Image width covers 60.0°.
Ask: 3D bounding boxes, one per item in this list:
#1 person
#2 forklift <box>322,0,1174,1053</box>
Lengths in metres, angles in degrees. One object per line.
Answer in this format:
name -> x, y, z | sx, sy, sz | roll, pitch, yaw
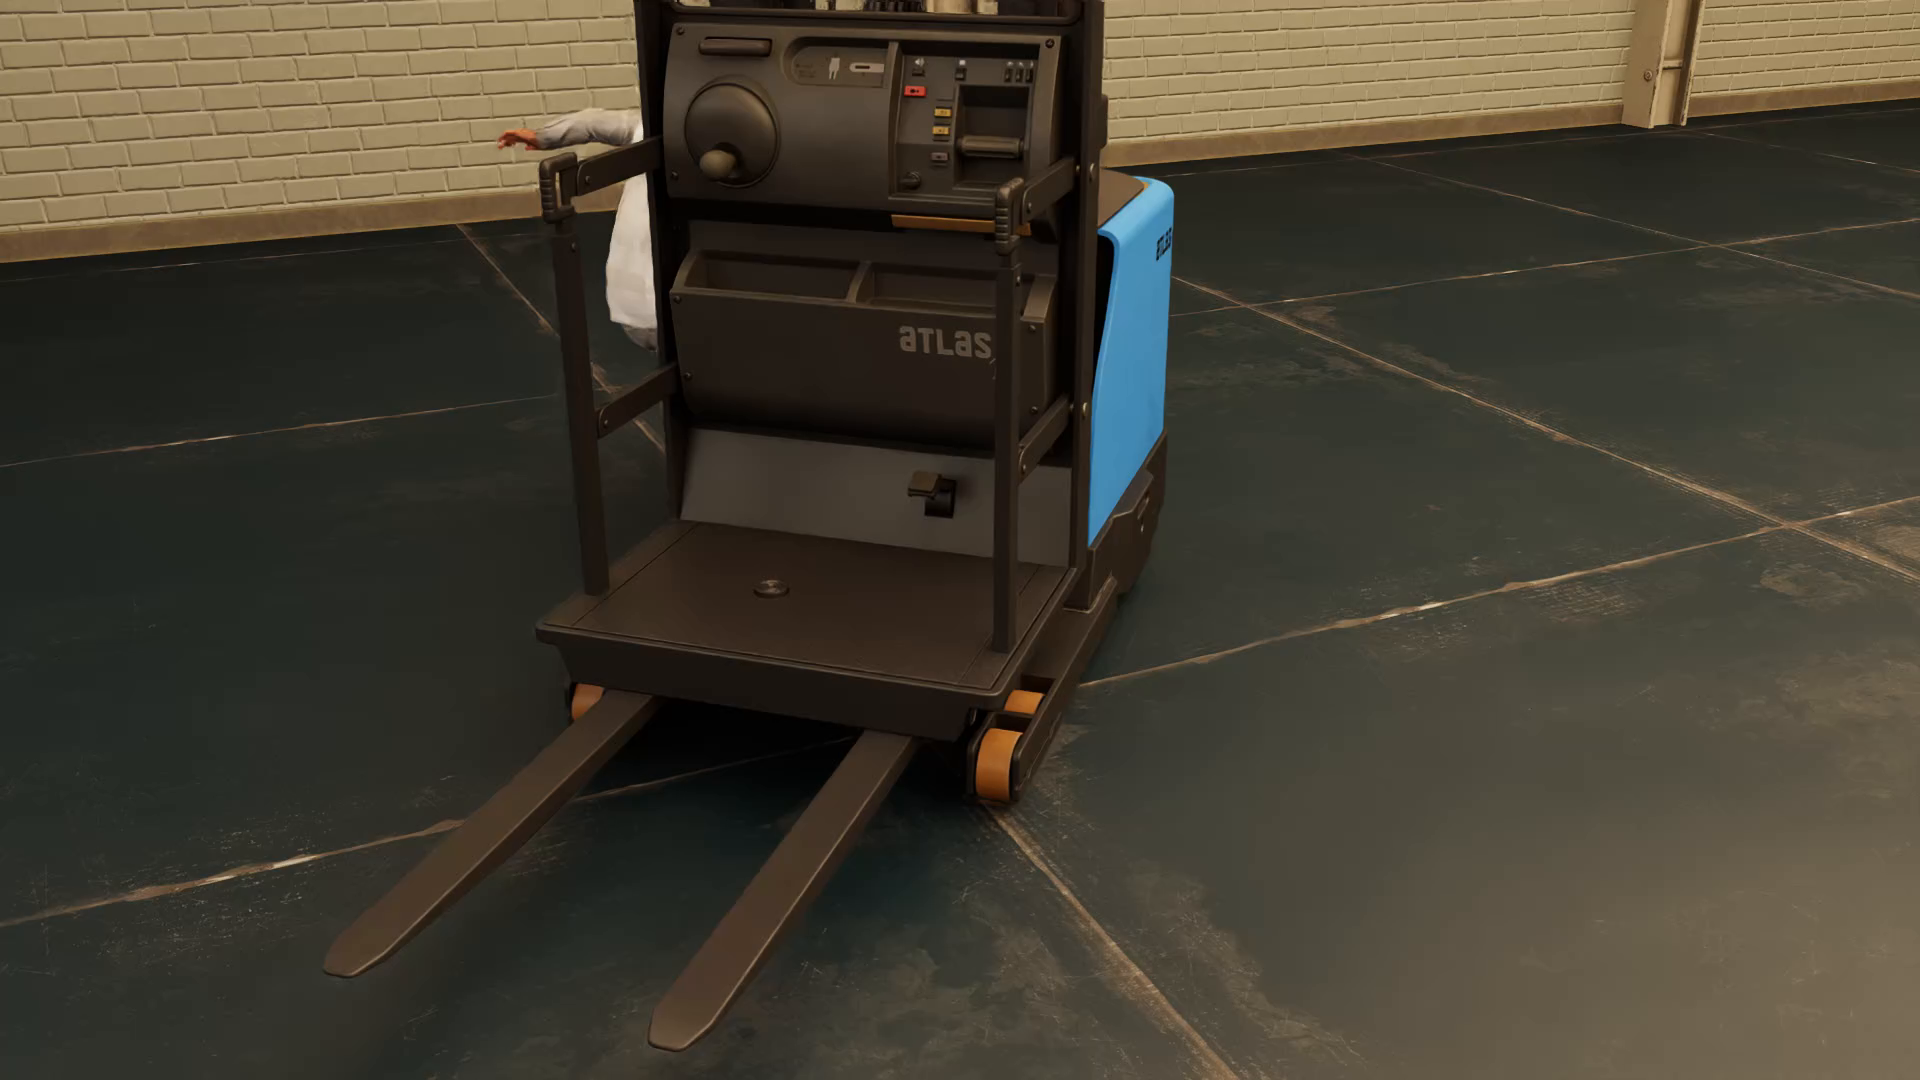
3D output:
person -> -0.807, -0.880, 5.403 | 0.839, 1.456, 1.278 | -18, 29, -37
forklift -> -0.295, -0.941, 3.550 | 1.130, 2.935, 3.031 | 7, 24, 16
